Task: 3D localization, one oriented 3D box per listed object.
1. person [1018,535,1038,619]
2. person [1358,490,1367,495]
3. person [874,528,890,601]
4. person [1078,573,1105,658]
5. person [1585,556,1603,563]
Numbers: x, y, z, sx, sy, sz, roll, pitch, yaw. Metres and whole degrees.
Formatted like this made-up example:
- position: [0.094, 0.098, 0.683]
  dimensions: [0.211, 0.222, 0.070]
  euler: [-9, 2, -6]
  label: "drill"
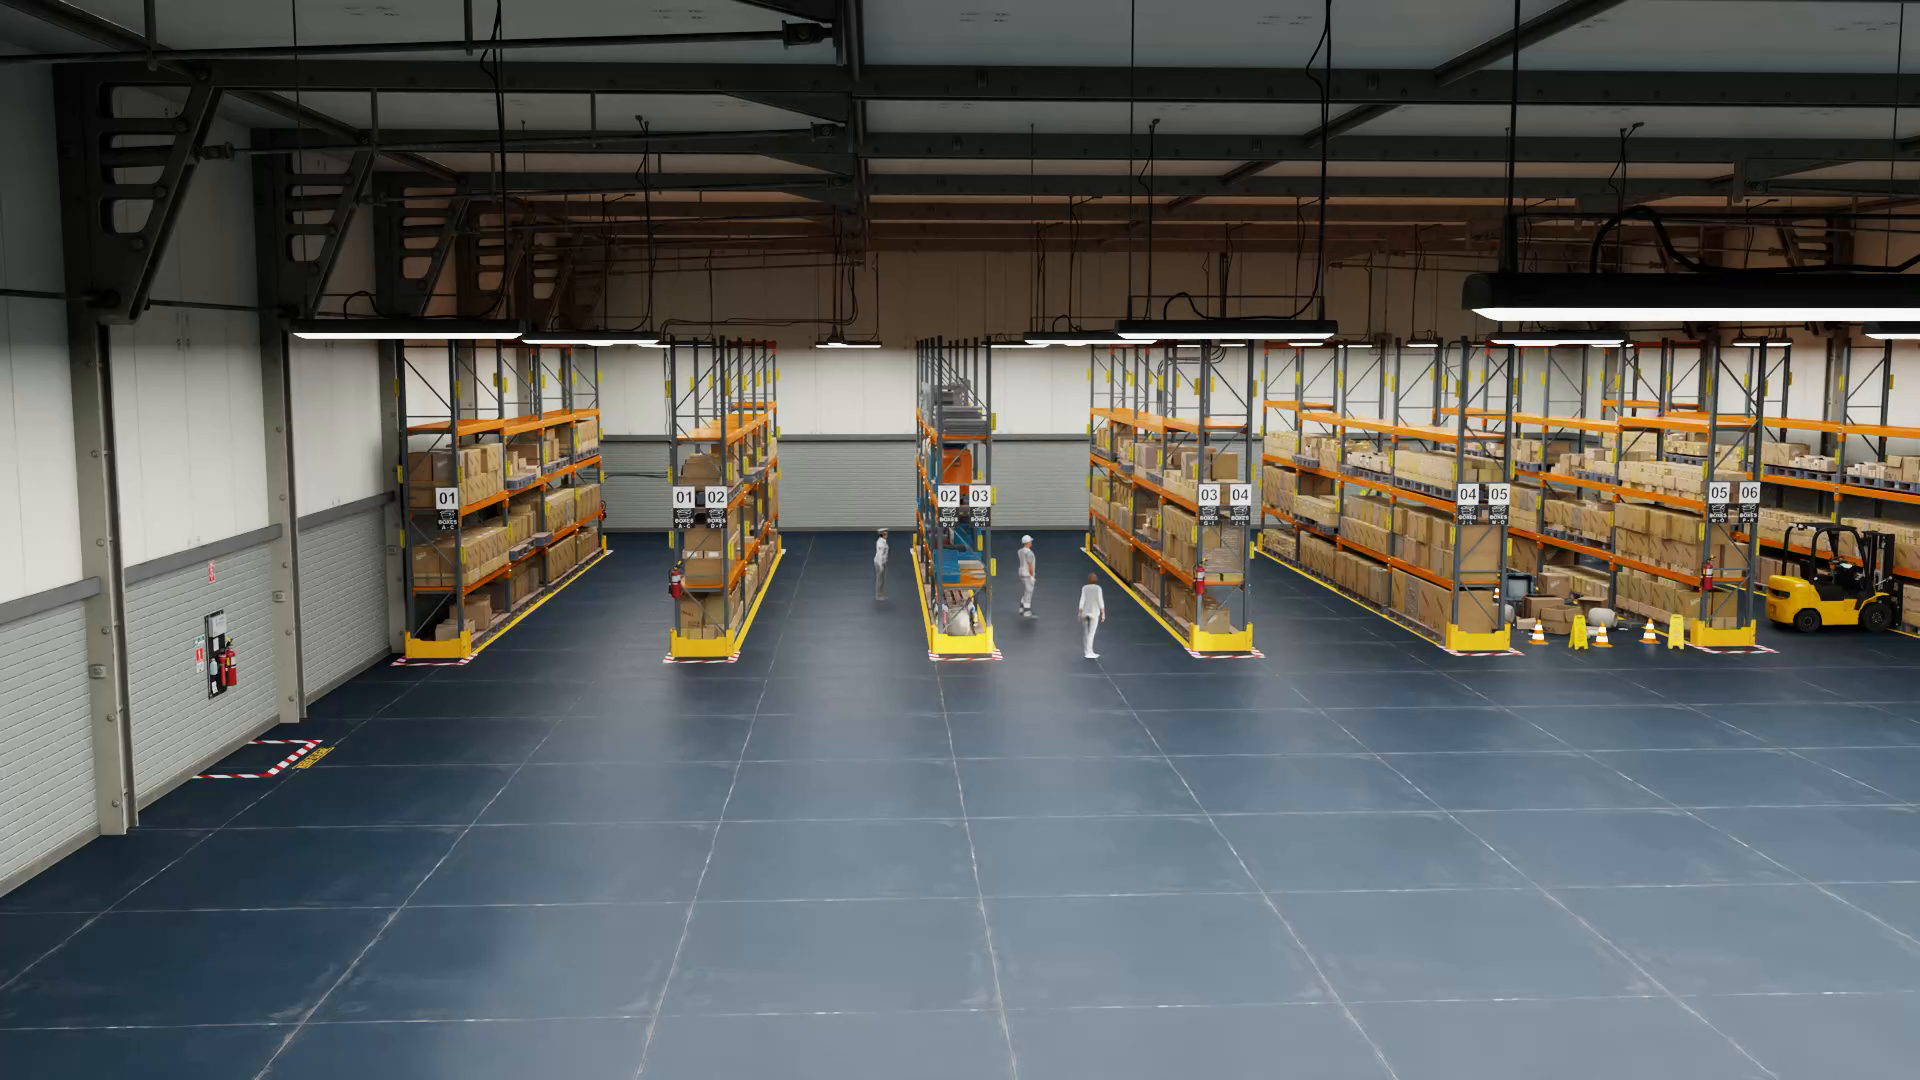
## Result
- position: [1.465, 0.803, 35.621]
  dimensions: [0.361, 1.814, 0.616]
  euler: [-2, 7, -21]
  label: "person"
- position: [11.510, -0.566, 47.620]
  dimensions: [0.958, 1.726, 0.688]
  euler: [5, 8, 37]
  label: "person"
- position: [-1.806, 0.552, 38.225]
  dimensions: [0.364, 1.676, 0.523]
  euler: [2, 7, 13]
  label: "person"
- position: [2.488, 1.453, 31.204]
  dimensions: [0.465, 1.488, 0.510]
  euler: [4, 8, 33]
  label: "person"
- position: [17.285, -0.235, 45.065]
  dimensions: [0.560, 1.775, 0.562]
  euler: [3, 7, 26]
  label: "person"
